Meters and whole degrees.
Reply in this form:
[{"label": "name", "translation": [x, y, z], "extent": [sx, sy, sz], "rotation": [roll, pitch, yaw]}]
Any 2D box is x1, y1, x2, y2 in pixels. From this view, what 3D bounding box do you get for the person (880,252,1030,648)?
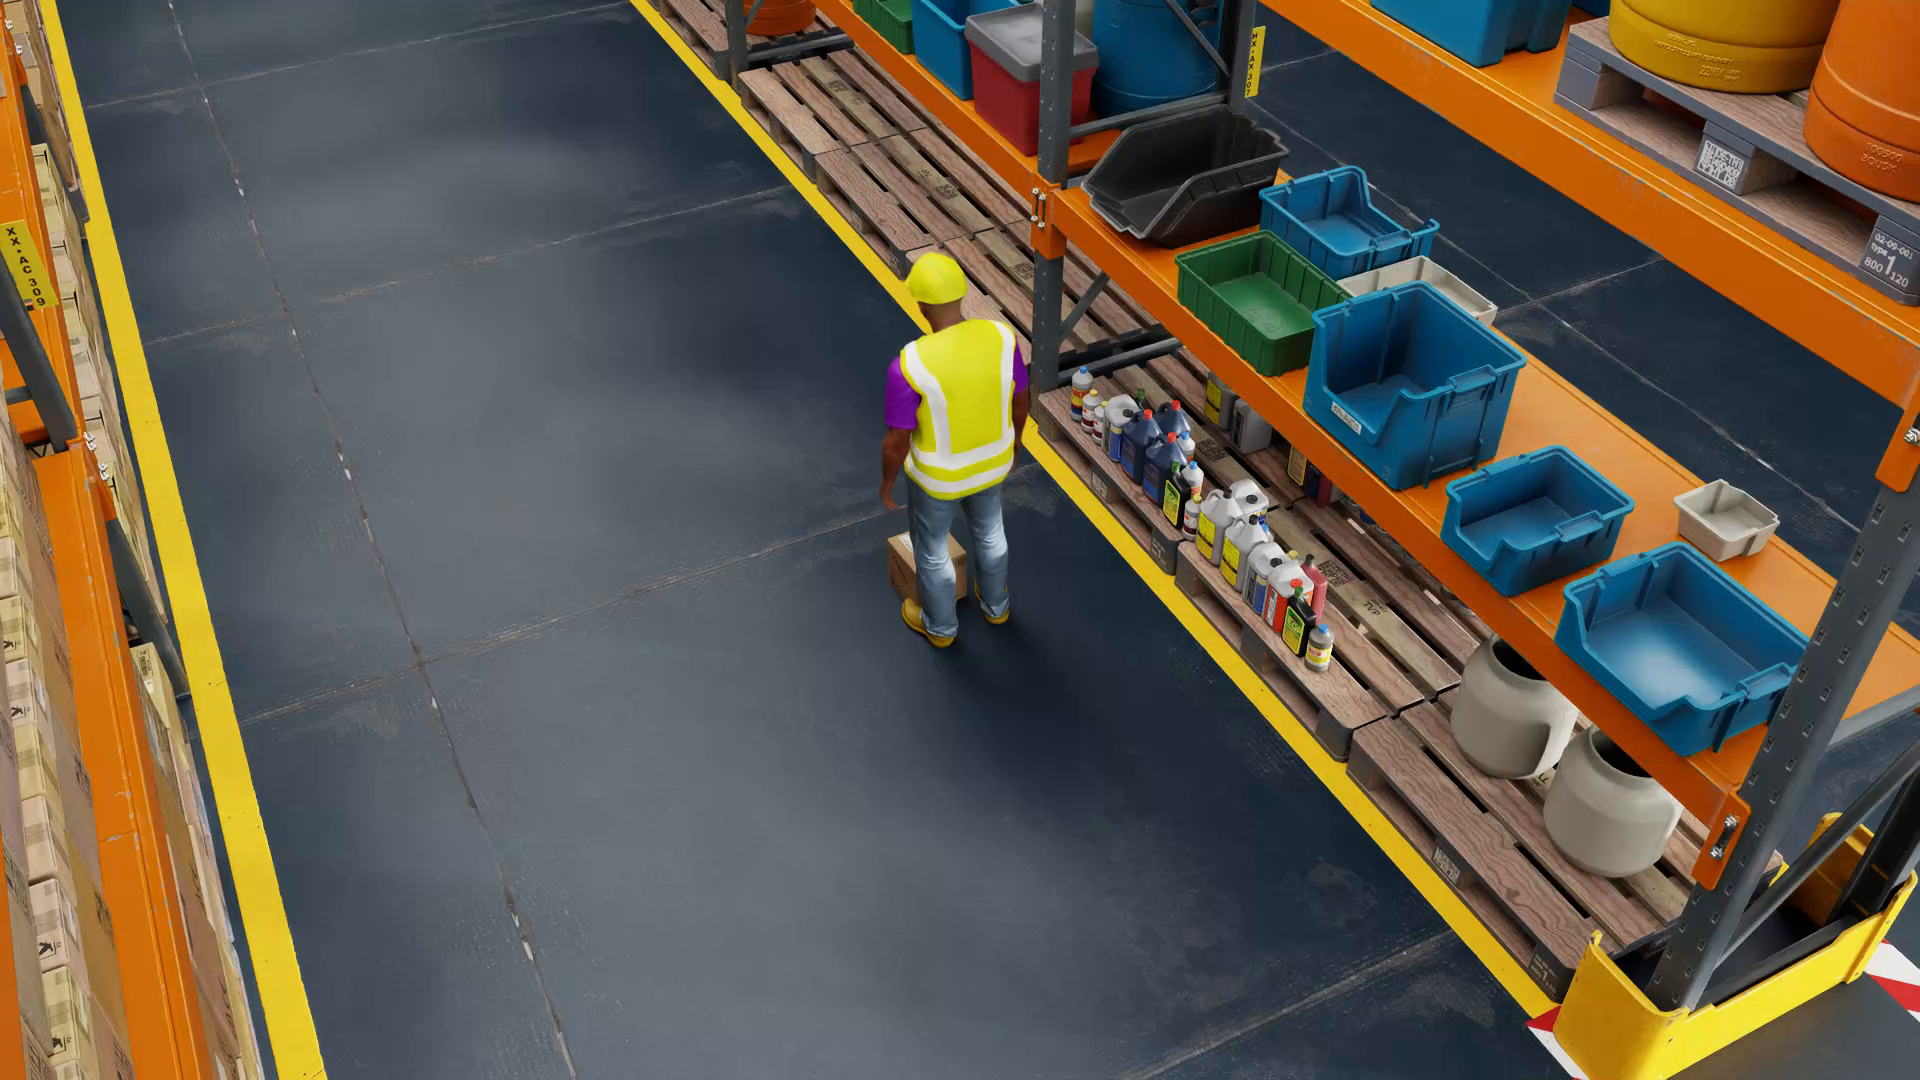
[{"label": "person", "translation": [-0.029, -0.325, 6.518], "extent": [0.631, 1.760, 0.463], "rotation": [-19, 44, -21]}]
